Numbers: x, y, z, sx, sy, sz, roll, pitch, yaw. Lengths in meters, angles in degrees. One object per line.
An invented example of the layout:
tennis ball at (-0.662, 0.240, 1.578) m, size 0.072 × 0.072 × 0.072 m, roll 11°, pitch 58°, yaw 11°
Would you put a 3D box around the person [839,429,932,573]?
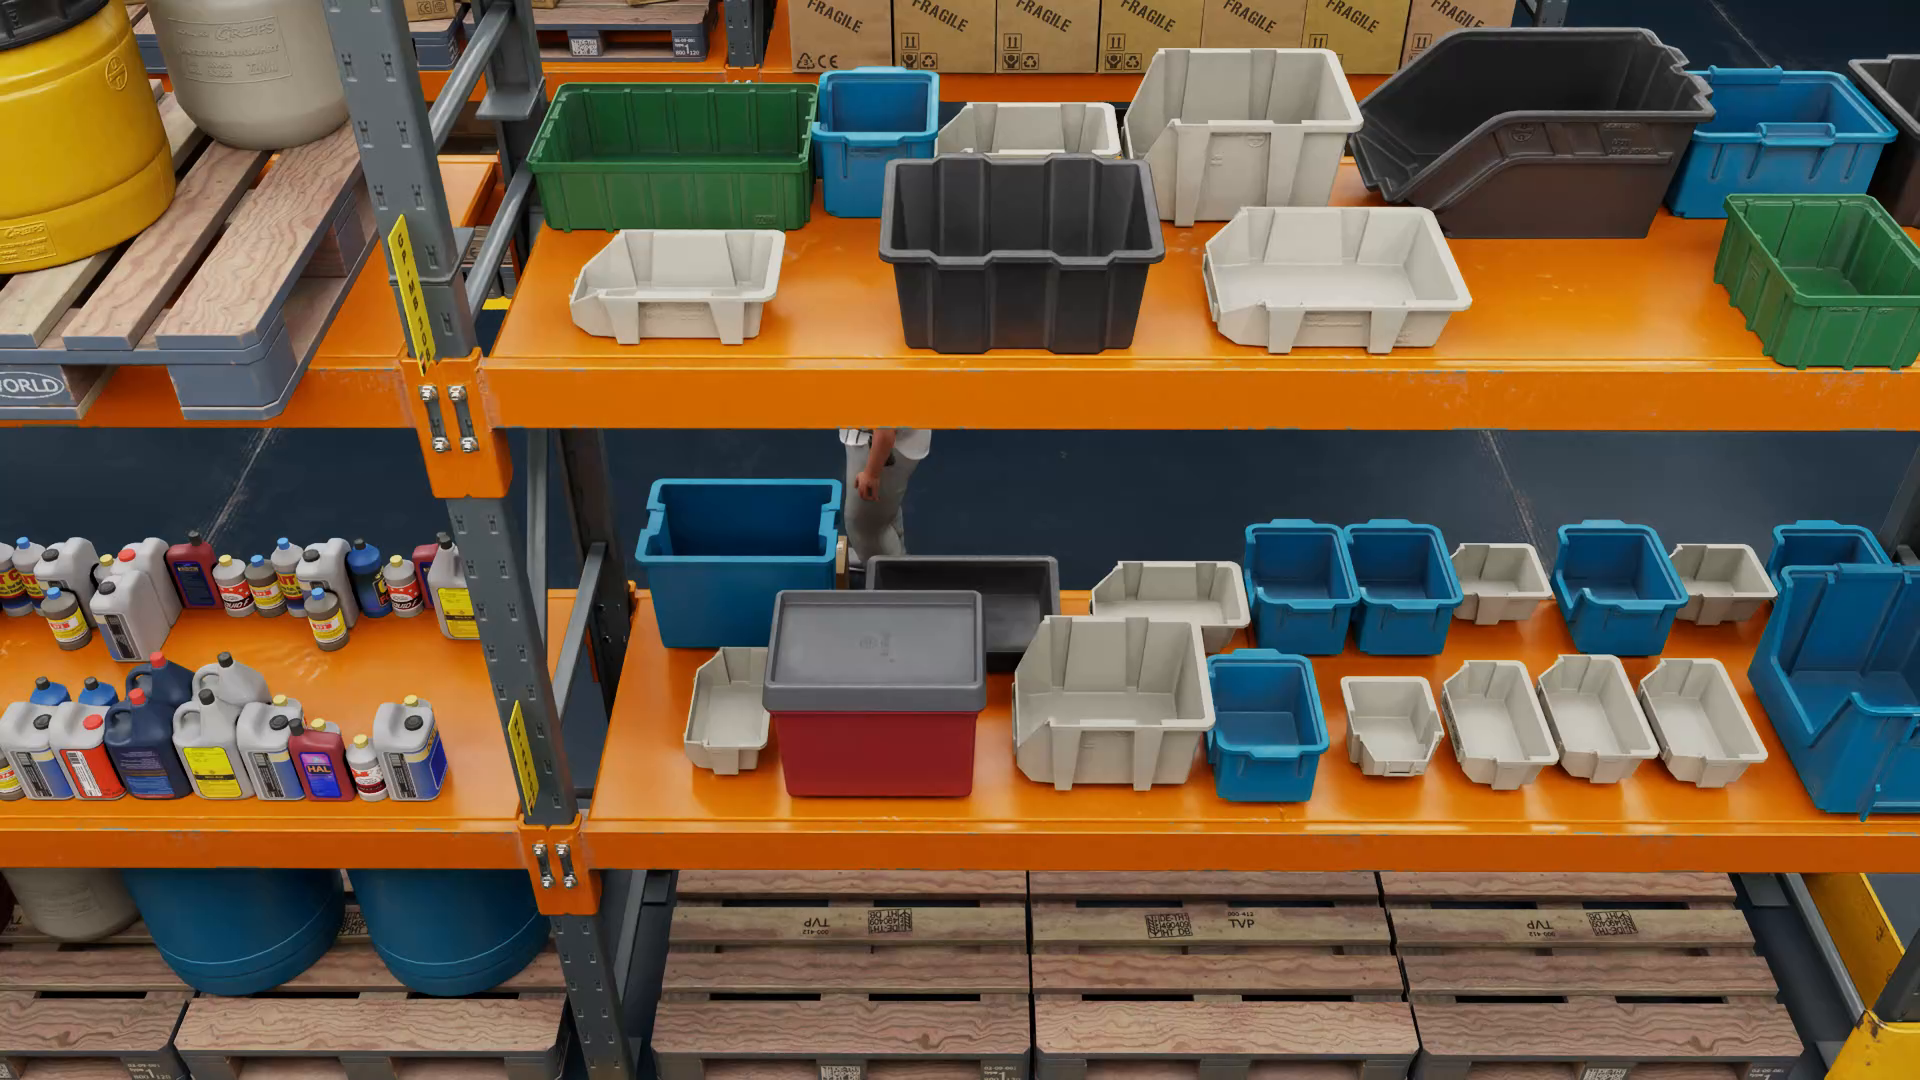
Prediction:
person at (-0.331, -0.427, 6.671) m, size 0.437 × 1.747 × 0.600 m, roll -2°, pitch 39°, yaw -3°
